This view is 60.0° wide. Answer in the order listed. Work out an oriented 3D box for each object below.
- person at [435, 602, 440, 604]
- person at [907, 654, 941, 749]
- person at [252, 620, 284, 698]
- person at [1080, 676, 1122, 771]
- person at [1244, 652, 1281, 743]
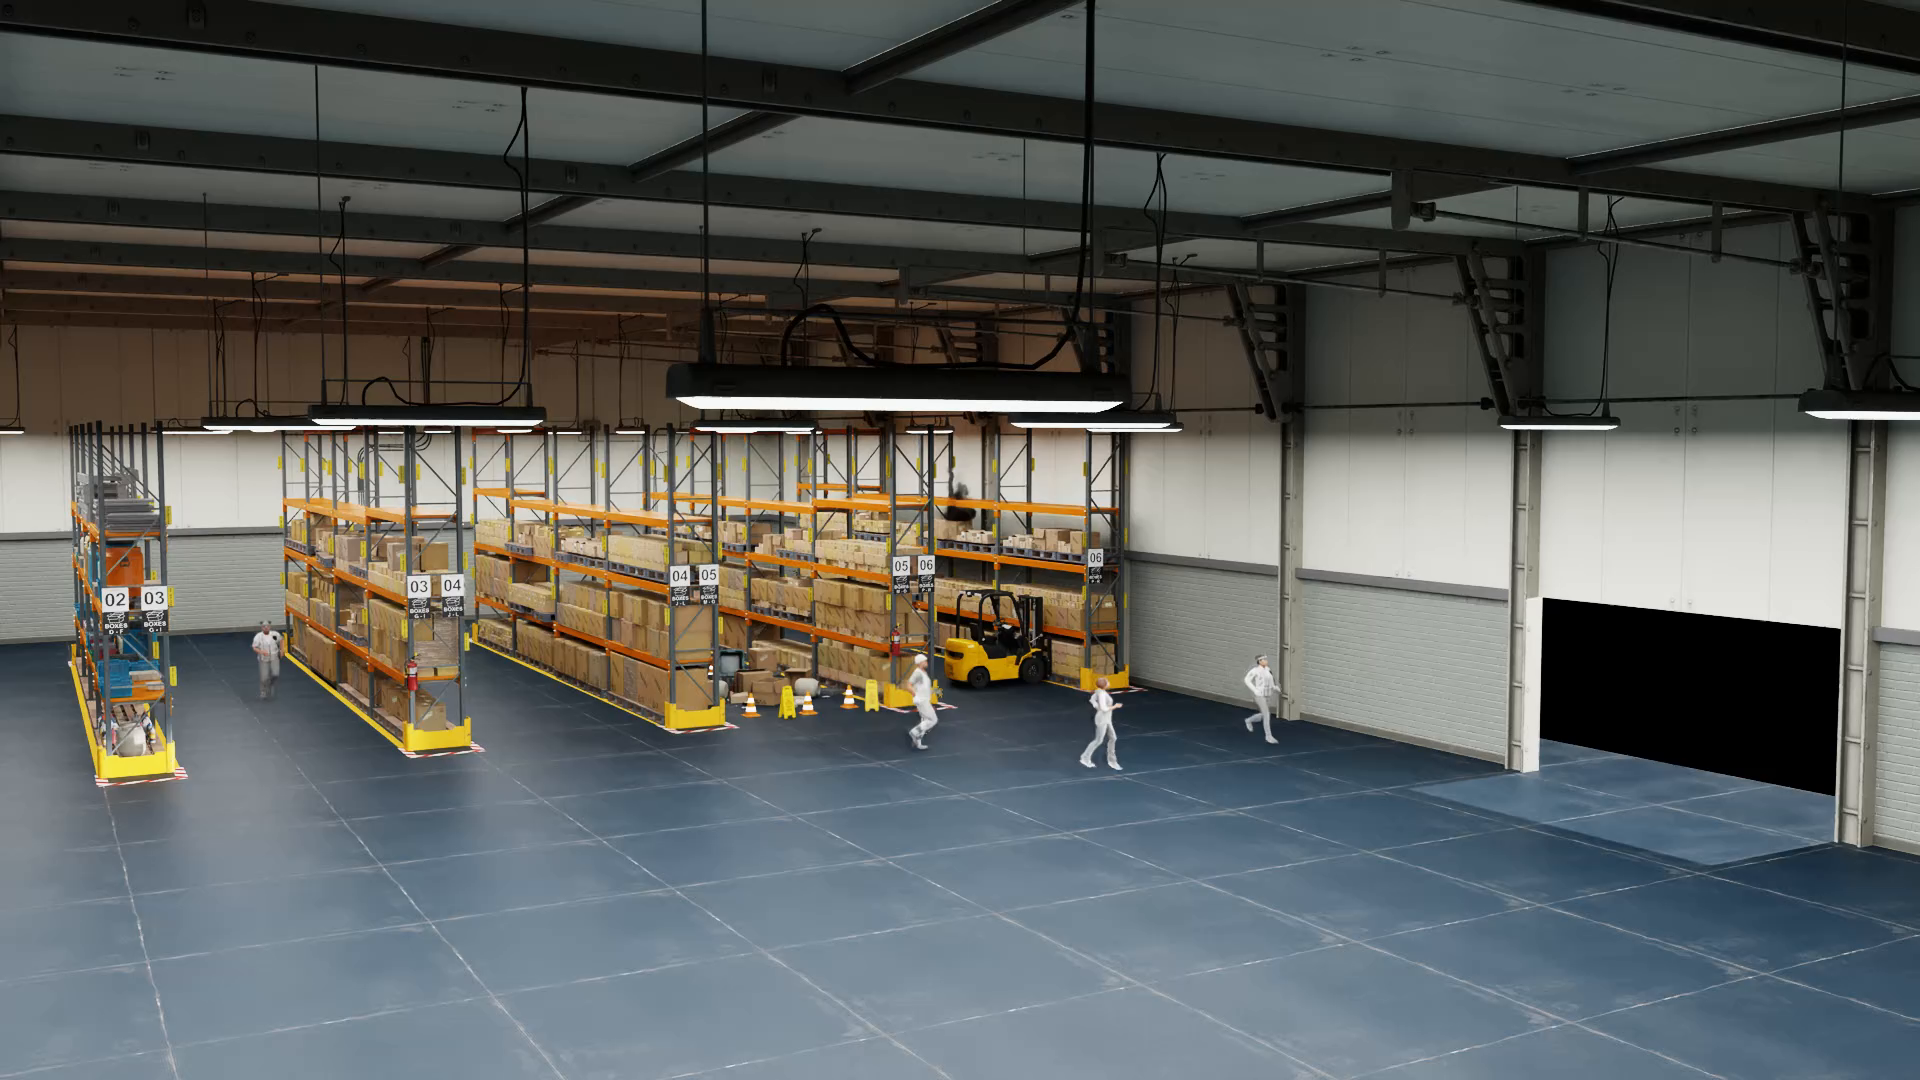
[{"bbox_3d":[-14.602,2.009,45.775,0.824,1.722,0.897,0,4,-1],"label":"person"},{"bbox_3d":[-0.636,2.963,30.454,0.577,1.740,0.650,1,4,9],"label":"person"},{"bbox_3d":[-15.118,2.596,36.391,0.687,1.738,0.769,-2,4,-31],"label":"person"},{"bbox_3d":[2.425,3.149,28.512,0.719,1.632,0.524,1,4,10],"label":"person"},{"bbox_3d":[5.678,2.955,31.395,0.618,1.696,0.843,-3,5,-40],"label":"person"}]
